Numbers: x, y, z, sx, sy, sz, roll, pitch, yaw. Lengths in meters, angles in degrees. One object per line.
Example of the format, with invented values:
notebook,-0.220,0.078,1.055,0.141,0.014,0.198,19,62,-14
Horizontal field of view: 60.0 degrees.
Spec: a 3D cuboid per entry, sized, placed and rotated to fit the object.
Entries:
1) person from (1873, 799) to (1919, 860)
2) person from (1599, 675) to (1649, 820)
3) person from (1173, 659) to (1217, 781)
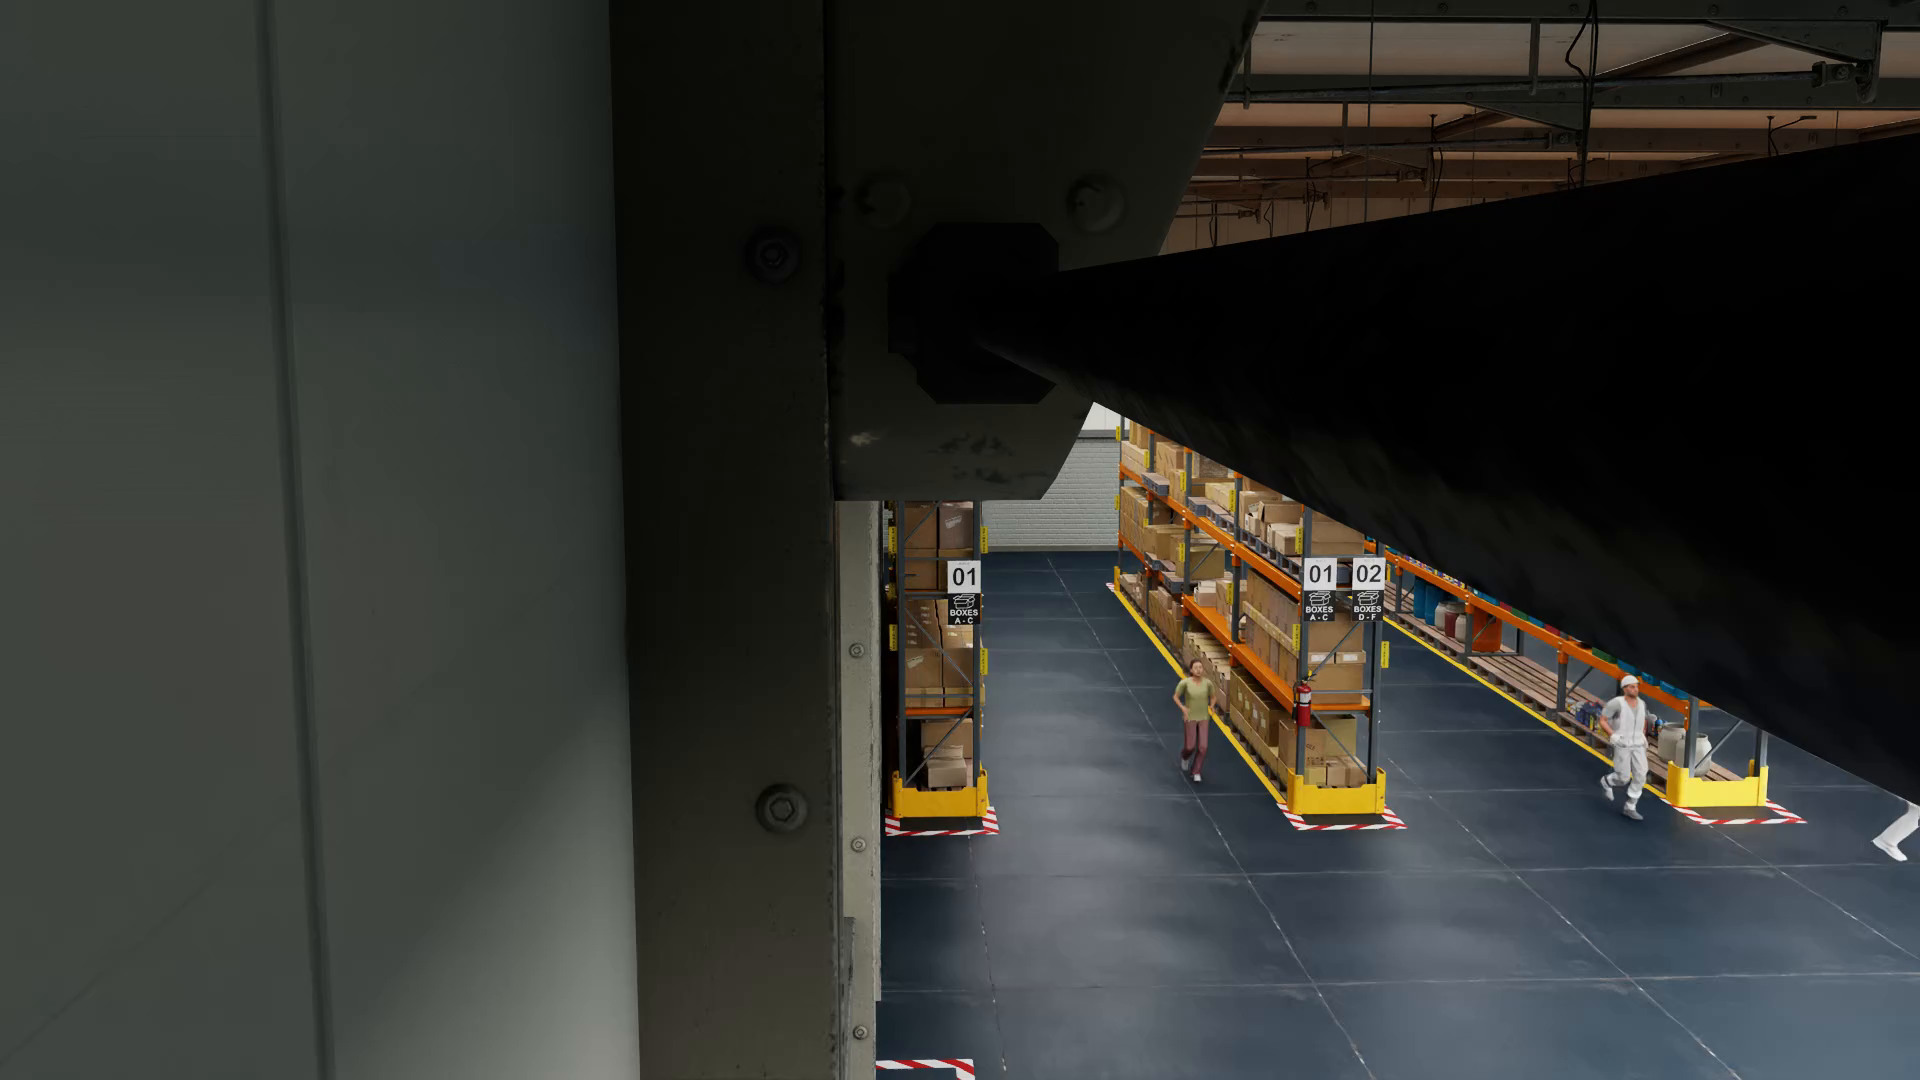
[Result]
person,10.829,2.764,18.665,0.921,1.819,0.710,5,10,33
person,8.231,2.525,20.521,0.684,1.731,0.748,-2,8,-11
person,3.129,2.368,22.036,0.577,1.619,0.566,-1,8,-5
